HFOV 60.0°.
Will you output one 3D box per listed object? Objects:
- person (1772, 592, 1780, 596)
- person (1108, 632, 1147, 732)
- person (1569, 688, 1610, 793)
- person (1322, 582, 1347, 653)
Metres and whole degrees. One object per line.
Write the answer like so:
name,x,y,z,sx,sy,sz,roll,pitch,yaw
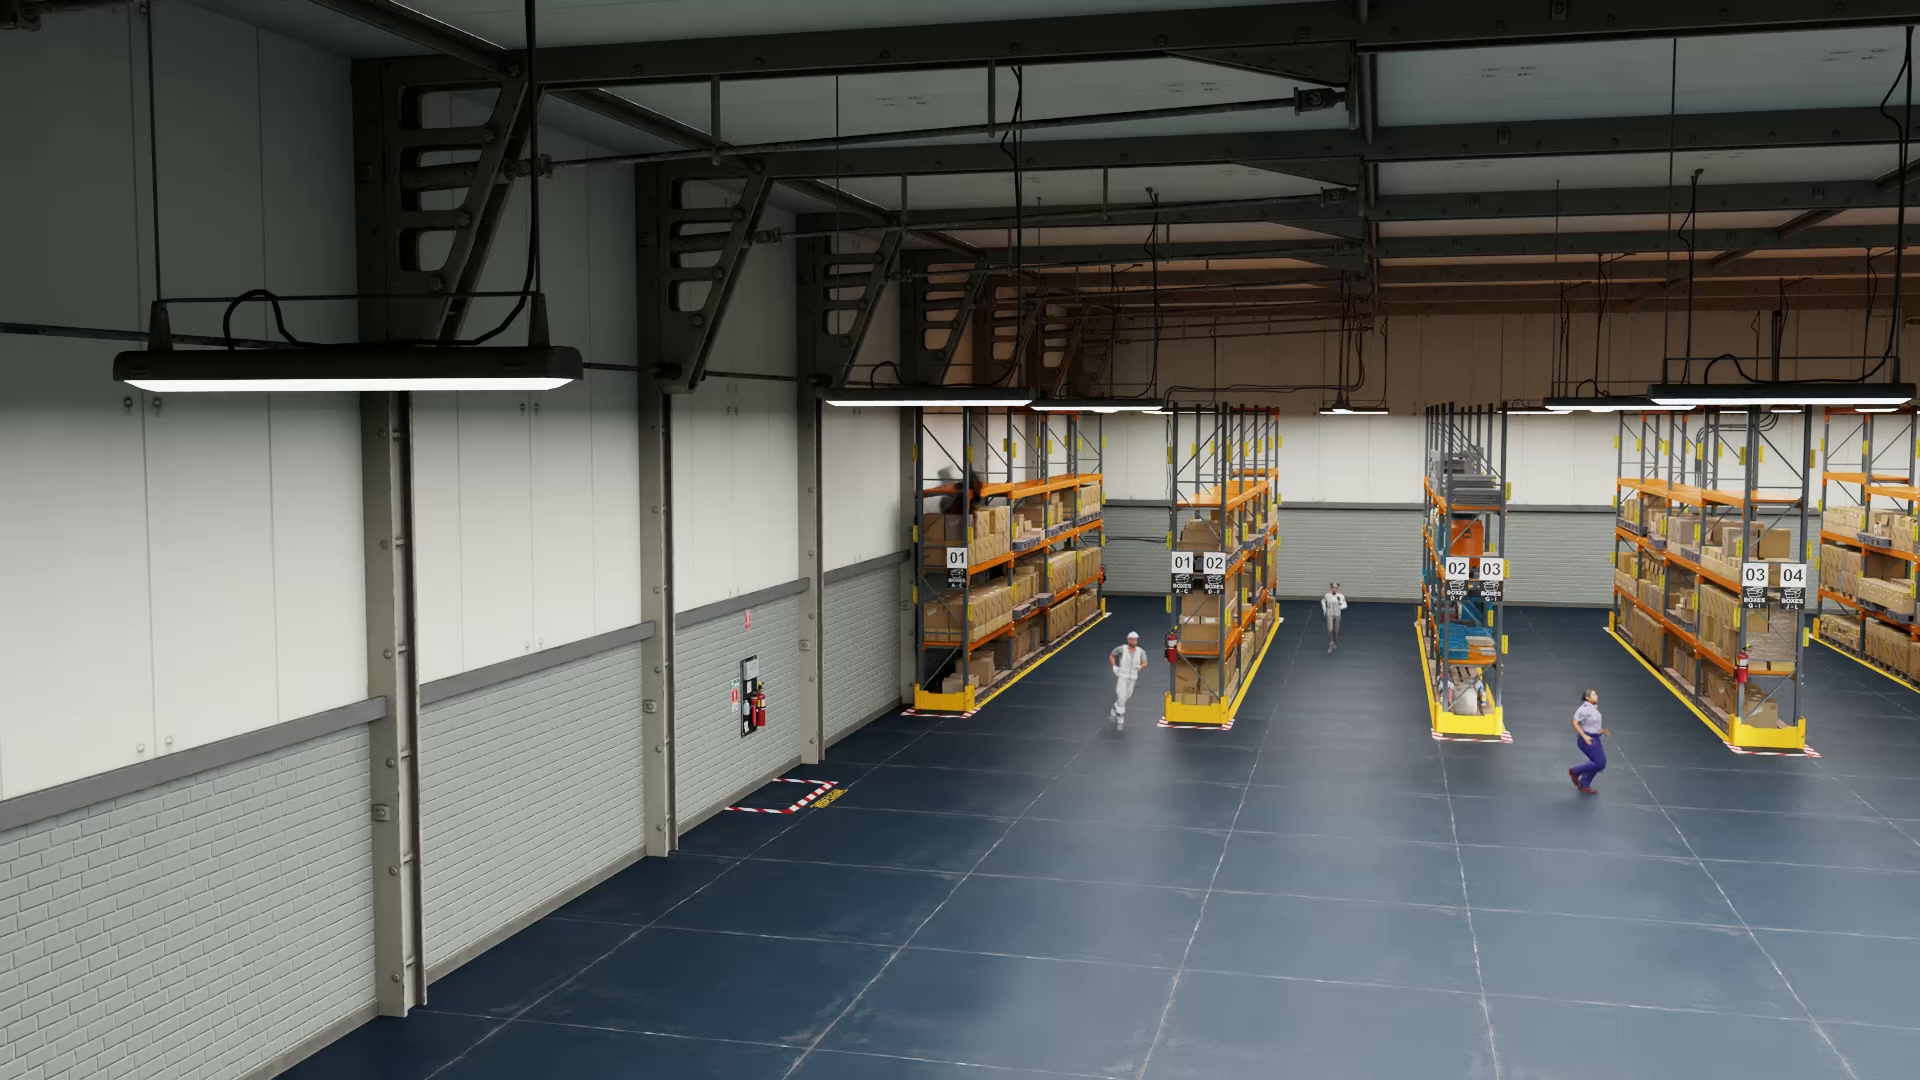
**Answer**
person,21.271,1.737,43.748,0.539,1.523,0.588,-4,6,-44
person,3.105,2.576,30.770,0.712,1.788,0.901,-1,4,-16
person,9.593,3.100,25.310,0.547,1.522,0.607,3,5,35
person,9.144,1.890,40.616,0.600,1.747,0.729,1,4,9
